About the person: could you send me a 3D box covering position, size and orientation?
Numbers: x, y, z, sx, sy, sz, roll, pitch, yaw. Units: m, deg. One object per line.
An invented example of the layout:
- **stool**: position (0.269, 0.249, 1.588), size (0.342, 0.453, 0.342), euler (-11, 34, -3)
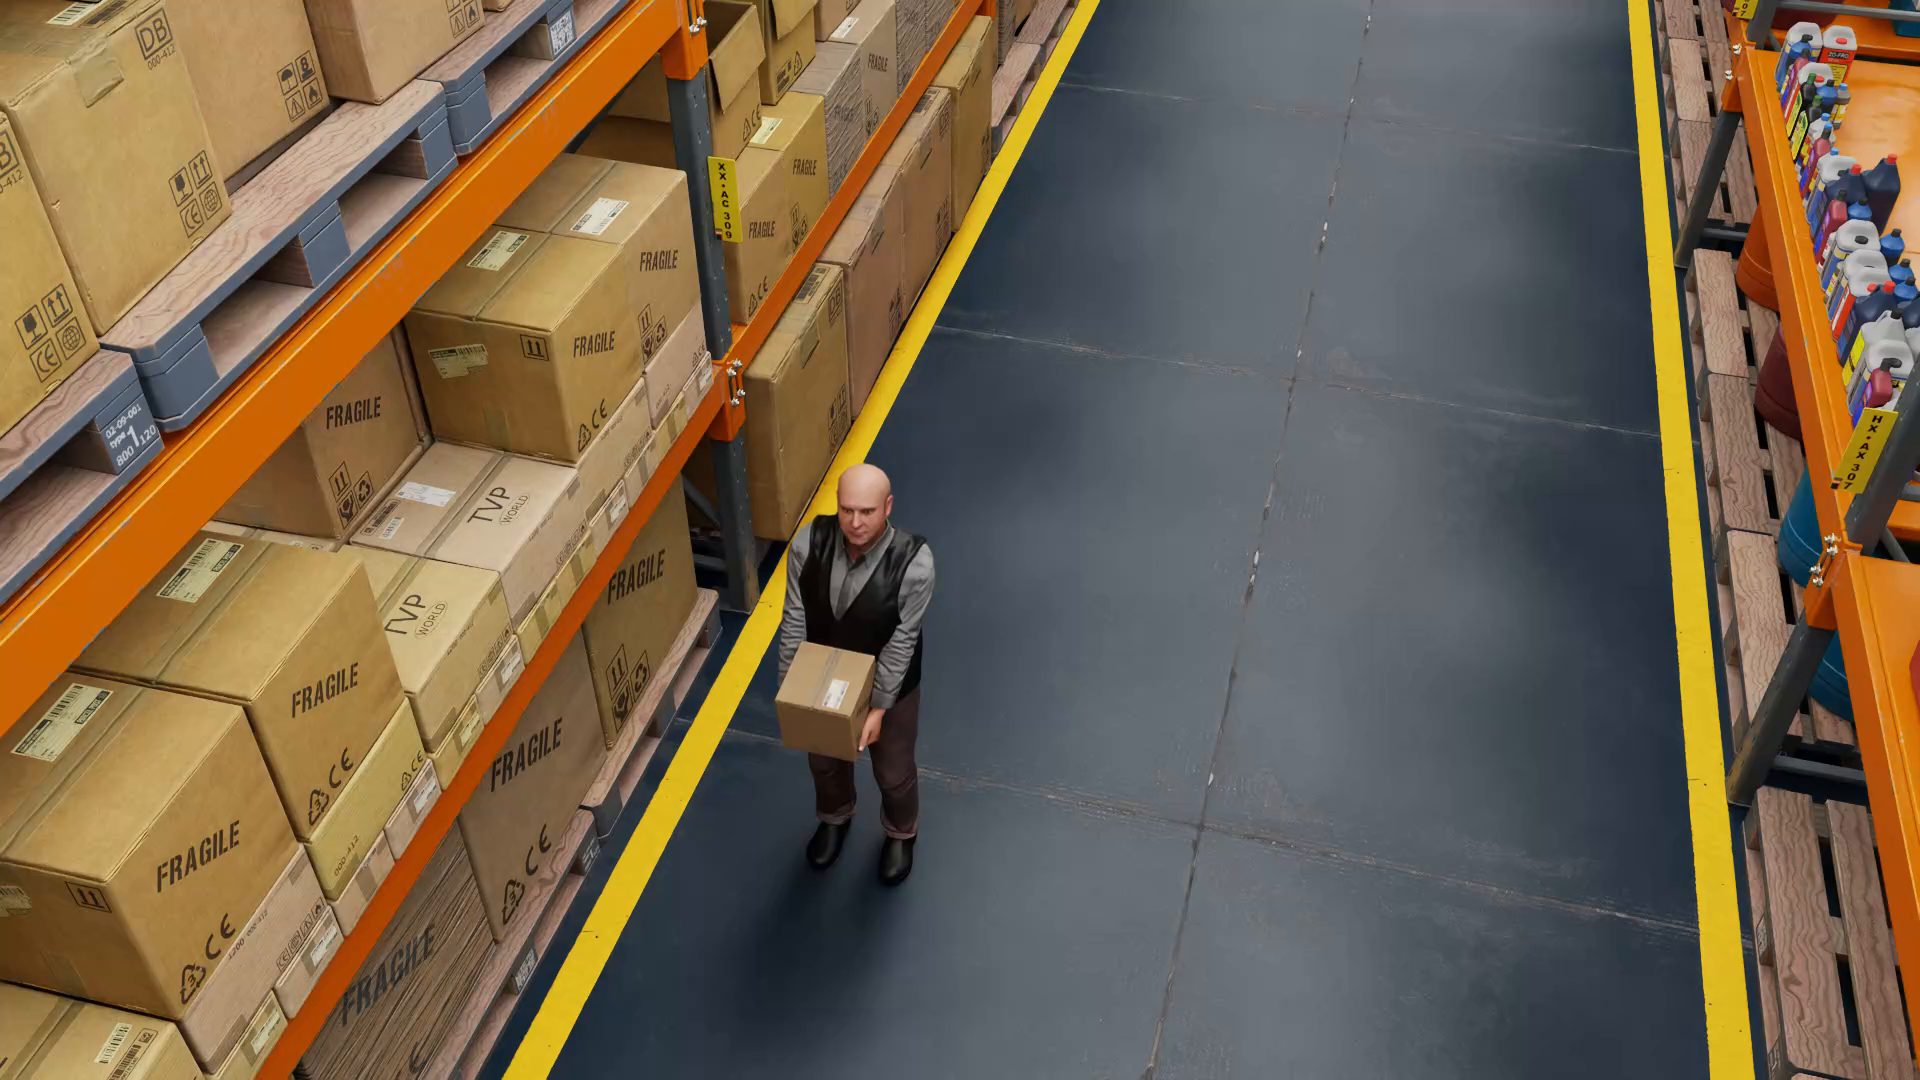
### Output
- **person**: position (-0.351, 0.530, 5.568), size (0.494, 1.711, 0.543), euler (11, 42, 12)
